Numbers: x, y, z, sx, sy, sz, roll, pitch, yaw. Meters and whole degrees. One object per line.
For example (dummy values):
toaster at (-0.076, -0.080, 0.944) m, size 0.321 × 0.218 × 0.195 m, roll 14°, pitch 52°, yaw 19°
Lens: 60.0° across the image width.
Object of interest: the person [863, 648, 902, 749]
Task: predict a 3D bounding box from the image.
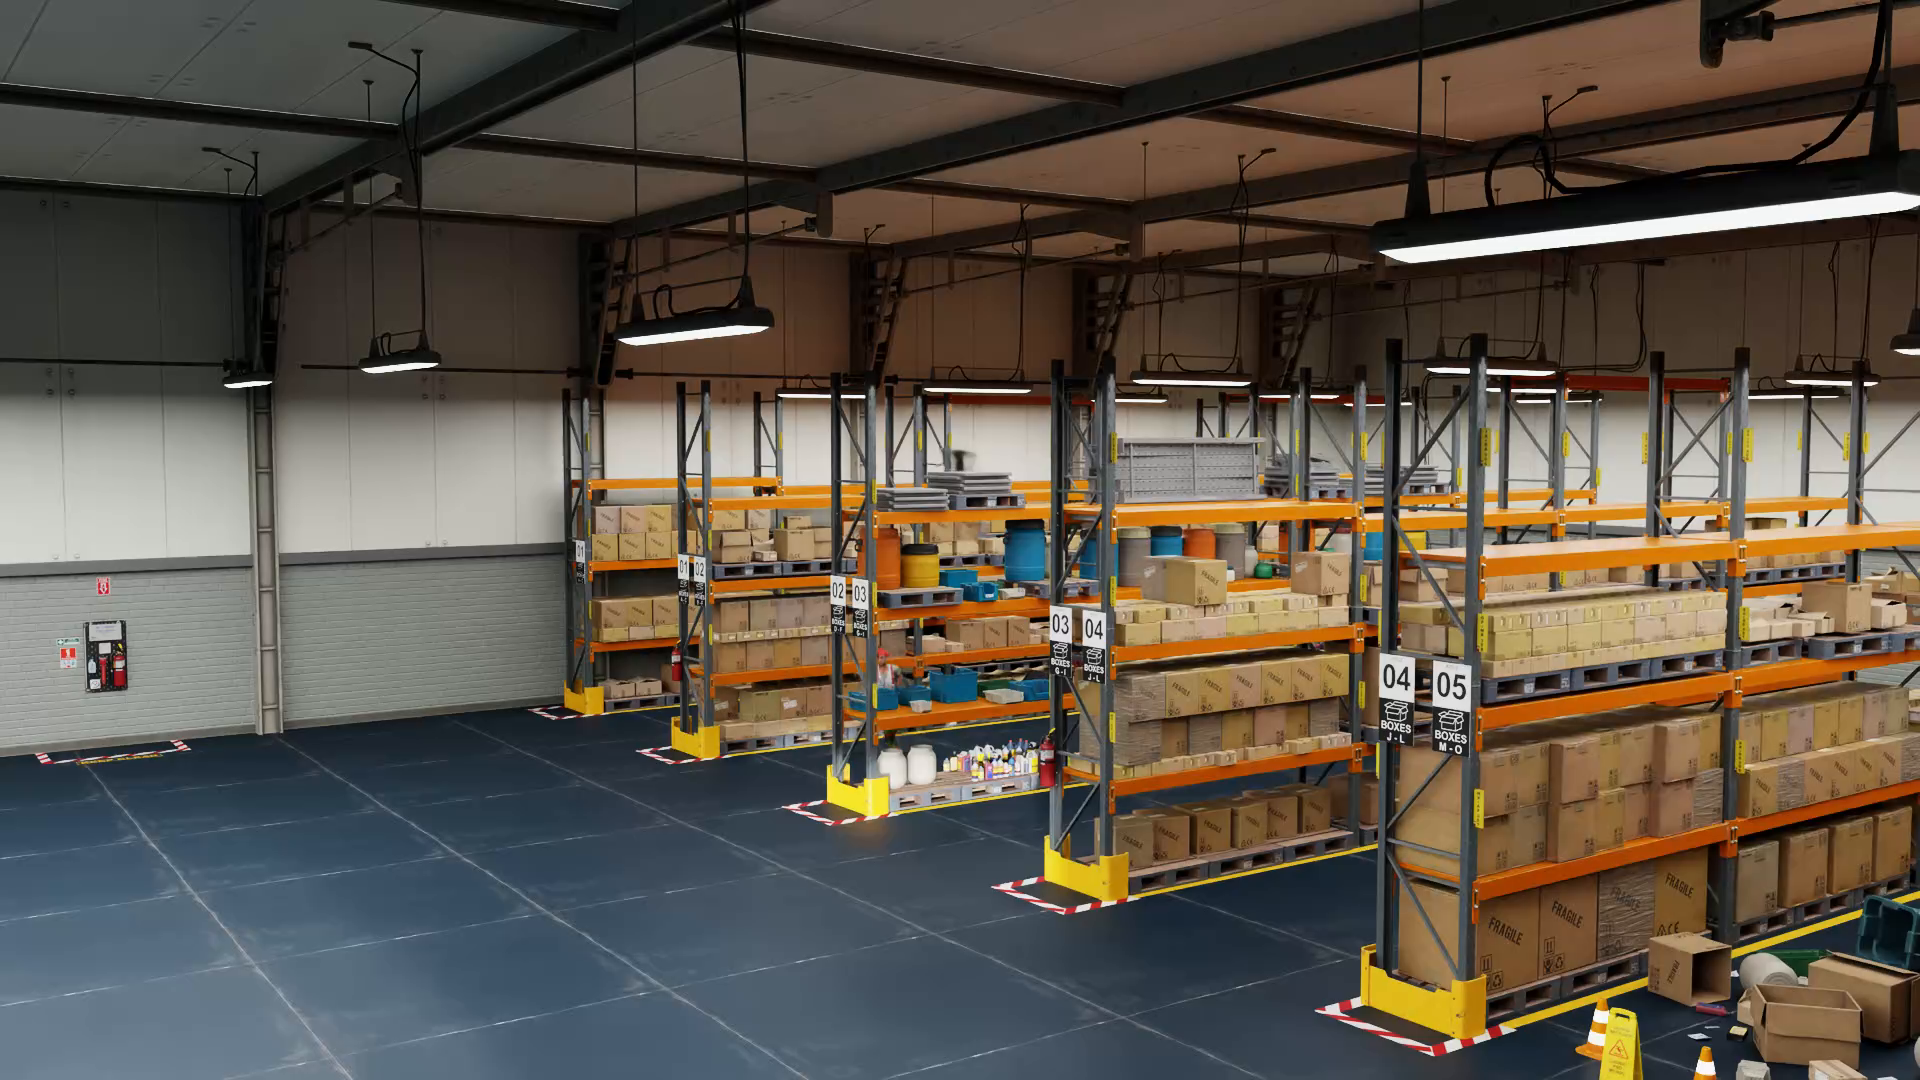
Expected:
person at (-1.242, 2.593, 26.648) m, size 0.578 × 1.742 × 0.873 m, roll 0°, pitch 4°, yaw 6°
